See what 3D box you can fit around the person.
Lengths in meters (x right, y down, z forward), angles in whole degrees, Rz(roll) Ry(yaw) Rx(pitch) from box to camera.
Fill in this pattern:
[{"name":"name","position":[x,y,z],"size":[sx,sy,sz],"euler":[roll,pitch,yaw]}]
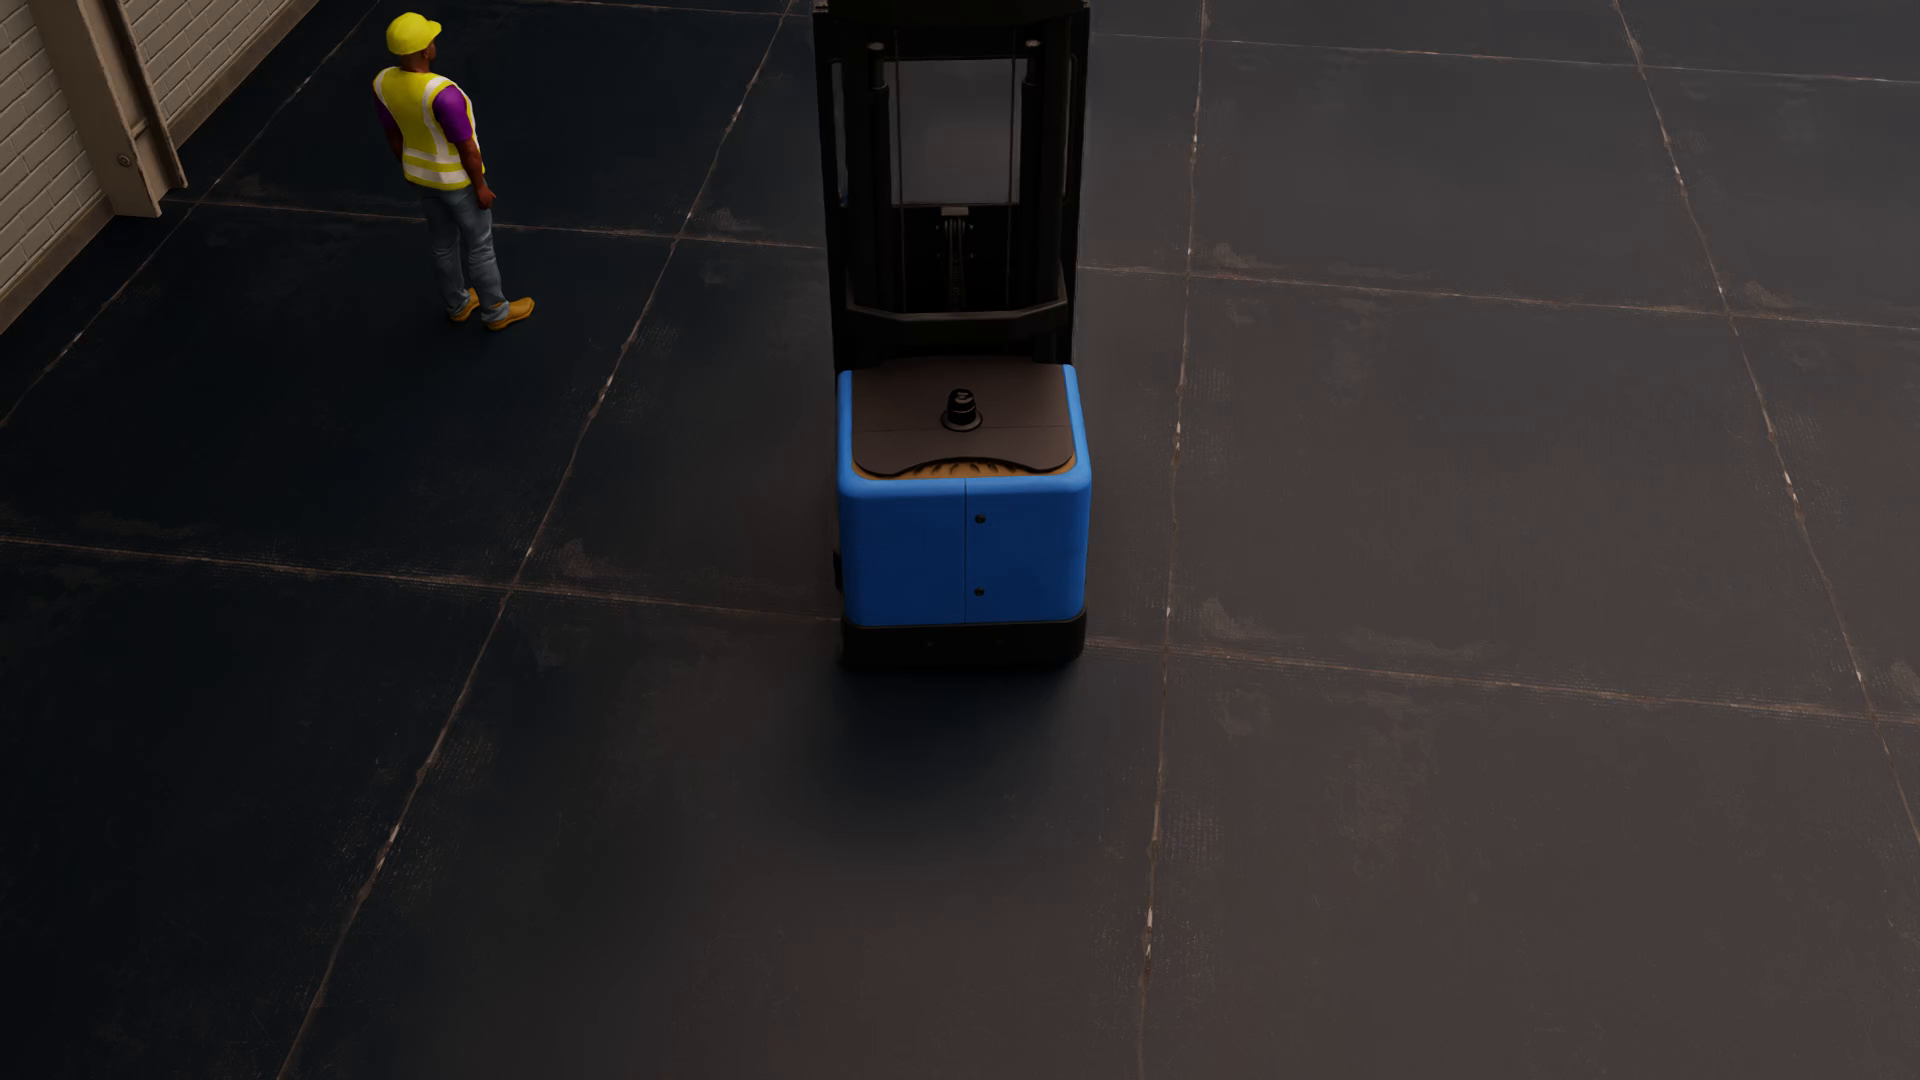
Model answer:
[{"name":"person","position":[-2.665,-1.908,8.663],"size":[0.552,1.771,0.382],"euler":[18,45,18]}]

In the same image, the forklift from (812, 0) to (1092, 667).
[{"name":"forklift","position":[-0.046,-1.512,7.371],"size":[1.130,2.935,3.031],"euler":[-2,43,-2]}]
